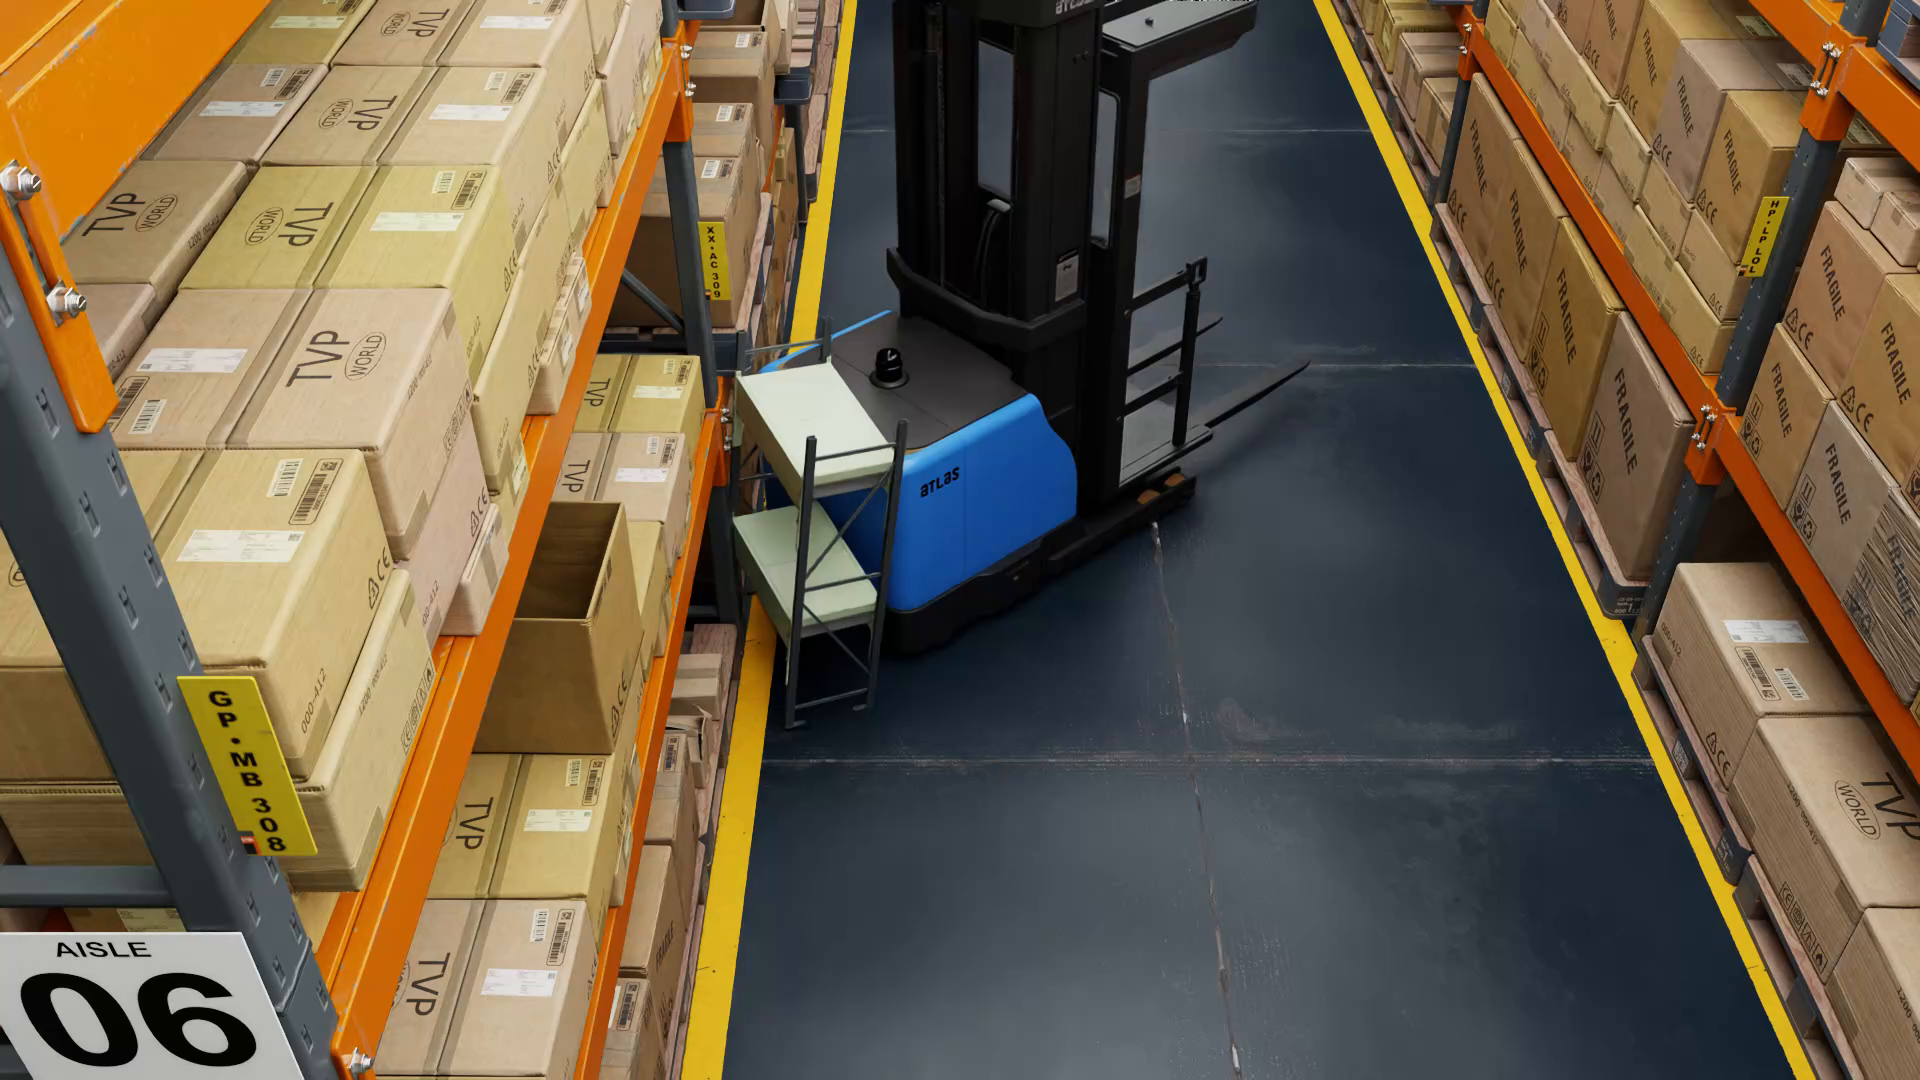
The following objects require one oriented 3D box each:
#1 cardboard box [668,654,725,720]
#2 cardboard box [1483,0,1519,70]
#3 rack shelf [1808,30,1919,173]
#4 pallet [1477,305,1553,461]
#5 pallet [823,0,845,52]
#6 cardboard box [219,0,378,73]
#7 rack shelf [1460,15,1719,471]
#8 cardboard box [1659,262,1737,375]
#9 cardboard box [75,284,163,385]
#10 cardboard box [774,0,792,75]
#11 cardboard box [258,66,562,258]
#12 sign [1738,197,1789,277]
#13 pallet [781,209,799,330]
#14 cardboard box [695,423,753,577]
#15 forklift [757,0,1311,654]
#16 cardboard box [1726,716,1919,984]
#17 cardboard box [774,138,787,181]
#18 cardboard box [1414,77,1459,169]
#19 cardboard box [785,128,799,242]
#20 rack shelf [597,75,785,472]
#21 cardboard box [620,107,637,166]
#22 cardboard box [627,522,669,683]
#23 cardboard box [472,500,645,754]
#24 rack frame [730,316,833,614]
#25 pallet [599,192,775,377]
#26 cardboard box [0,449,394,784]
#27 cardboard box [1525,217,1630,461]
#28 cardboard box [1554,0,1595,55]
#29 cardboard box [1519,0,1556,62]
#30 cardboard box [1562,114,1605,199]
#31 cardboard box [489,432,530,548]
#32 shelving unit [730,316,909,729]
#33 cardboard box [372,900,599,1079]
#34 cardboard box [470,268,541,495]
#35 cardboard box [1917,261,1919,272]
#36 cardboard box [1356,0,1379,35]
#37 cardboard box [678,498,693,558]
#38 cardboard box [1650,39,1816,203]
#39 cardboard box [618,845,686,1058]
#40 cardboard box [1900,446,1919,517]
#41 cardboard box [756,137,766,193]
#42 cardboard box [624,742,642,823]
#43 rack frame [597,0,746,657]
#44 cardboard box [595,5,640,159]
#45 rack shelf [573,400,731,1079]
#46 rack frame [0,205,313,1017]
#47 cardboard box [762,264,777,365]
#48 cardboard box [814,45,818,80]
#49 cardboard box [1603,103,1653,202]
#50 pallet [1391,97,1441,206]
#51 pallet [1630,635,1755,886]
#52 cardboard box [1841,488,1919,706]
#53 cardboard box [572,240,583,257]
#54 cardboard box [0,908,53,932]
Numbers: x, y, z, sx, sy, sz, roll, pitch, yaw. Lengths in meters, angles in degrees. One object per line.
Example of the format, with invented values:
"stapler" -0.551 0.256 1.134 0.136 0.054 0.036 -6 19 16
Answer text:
"cardboard box" -1.166 0.602 6.789 0.380 0.149 0.250 -1 39 -1
"cardboard box" 3.248 -2.837 9.257 0.500 0.250 0.500 -1 39 -1
"rack shelf" 3.506 -0.339 4.197 1.077 0.370 4.000 0 39 0
"pallet" 3.423 -0.860 8.899 1.003 0.211 1.213 0 39 0
"pallet" -1.429 -4.148 13.003 1.003 0.211 1.213 0 39 0
"cardboard box" -1.727 -1.166 4.136 0.500 0.250 0.500 0 39 -1
"rack shelf" 3.501 -1.670 8.256 1.077 0.370 4.000 0 39 0
"cardboard box" 3.251 -0.922 6.868 0.500 0.250 0.500 -1 39 -1
"cardboard box" -1.735 -0.219 2.954 0.500 0.250 0.500 -1 39 -1
"cardboard box" -1.140 -2.642 8.677 0.500 0.250 0.500 -2 39 -2
"cardboard box" -1.211 -0.845 3.735 0.500 0.250 0.500 1 39 1
"sign" 2.961 -1.115 6.125 0.100 0.325 0.005 0 39 0
"pallet" -1.501 -1.641 9.874 1.003 0.211 1.213 0 39 0
"cardboard box" -1.235 -0.186 7.492 0.500 0.500 0.500 2 39 2
"forklift" 0.523 -1.442 7.451 3.031 2.935 1.130 -30 47 -32
"cardboard box" 3.399 1.088 5.952 0.875 0.438 0.875 -1 39 -1
"cardboard box" -1.179 -2.158 9.434 0.380 0.149 0.250 -2 39 -2
"cardboard box" 3.509 -2.694 10.724 0.950 0.372 0.625 -2 39 -3
"cardboard box" -1.249 -2.120 9.905 0.500 0.500 0.500 1 39 1
"rack shelf" -1.462 -1.664 8.249 1.077 0.370 4.000 0 39 0
"cardboard box" -1.175 -1.221 4.923 0.380 0.149 0.250 1 39 1
"cardboard box" -1.213 0.191 5.240 0.500 0.250 0.500 0 39 0
"cardboard box" -1.188 0.235 4.586 0.500 0.500 0.500 1 39 1
"rack frame" -0.783 -0.276 7.055 0.400 1.500 0.023 -12 43 -24
"pallet" -1.352 -1.119 7.147 1.003 0.211 1.213 0 39 0
"cardboard box" -1.205 0.106 2.548 0.500 0.250 0.500 0 39 -1
"cardboard box" 3.414 -0.988 8.193 0.875 0.875 0.875 1 39 1
"cardboard box" 3.251 -2.689 8.072 0.500 0.500 0.500 1 39 1
"cardboard box" 3.252 -2.698 8.684 0.500 0.250 0.500 1 39 1
"cardboard box" 3.265 -1.879 8.062 0.500 0.250 0.500 0 39 0
"cardboard box" -1.138 -0.109 3.535 0.380 0.149 0.250 0 39 0
"shelving unit" -0.624 -0.053 6.812 0.431 1.500 0.755 -12 43 -24
"cardboard box" -1.187 1.150 4.044 0.500 0.250 0.500 0 39 0
"cardboard box" -1.192 -0.337 3.500 0.500 0.250 0.500 -1 39 -1
"cardboard box" 3.303 -0.865 5.278 0.380 0.149 0.250 0 39 -1
"cardboard box" 3.502 -4.064 12.434 0.950 0.372 0.625 2 39 3
"cardboard box" -1.160 -0.072 5.887 0.380 0.149 0.250 1 39 1
"cardboard box" 3.244 -1.732 6.879 0.500 0.500 0.500 1 39 1
"cardboard box" -1.224 1.371 5.550 0.500 0.500 0.500 1 39 1
"cardboard box" 3.246 -0.195 4.961 0.500 0.500 0.500 1 39 1
"cardboard box" -1.078 -1.675 7.459 0.396 0.266 0.258 2 39 2
"cardboard box" -1.154 0.729 4.888 0.380 0.149 0.250 1 39 1
"rack frame" -1.460 -0.694 6.463 1.000 3.000 0.127 0 39 0
"cardboard box" -1.198 -1.296 4.697 0.500 0.250 0.500 -1 39 -2
"rack shelf" -1.458 0.837 5.128 1.077 0.370 4.000 0 39 0
"rack frame" -1.455 -0.534 1.466 1.000 3.000 0.127 0 39 0
"cardboard box" -1.236 -1.155 8.701 0.500 0.500 0.500 -1 39 -2
"cardboard box" -1.461 -3.653 11.718 0.875 0.625 0.625 -2 39 -2
"cardboard box" 3.246 -1.749 7.499 0.500 0.250 0.500 1 39 1
"pallet" 3.500 -2.602 11.074 1.003 0.211 1.213 0 39 0
"pallet" 3.426 0.863 6.749 1.003 0.211 1.213 0 39 0
"cardboard box" 3.233 0.180 5.292 0.500 0.500 0.500 0 39 0
"cardboard box" -1.202 -0.743 4.326 0.380 0.149 0.250 0 39 0
"cardboard box" -1.687 0.535 2.732 0.380 0.149 0.250 1 39 1
